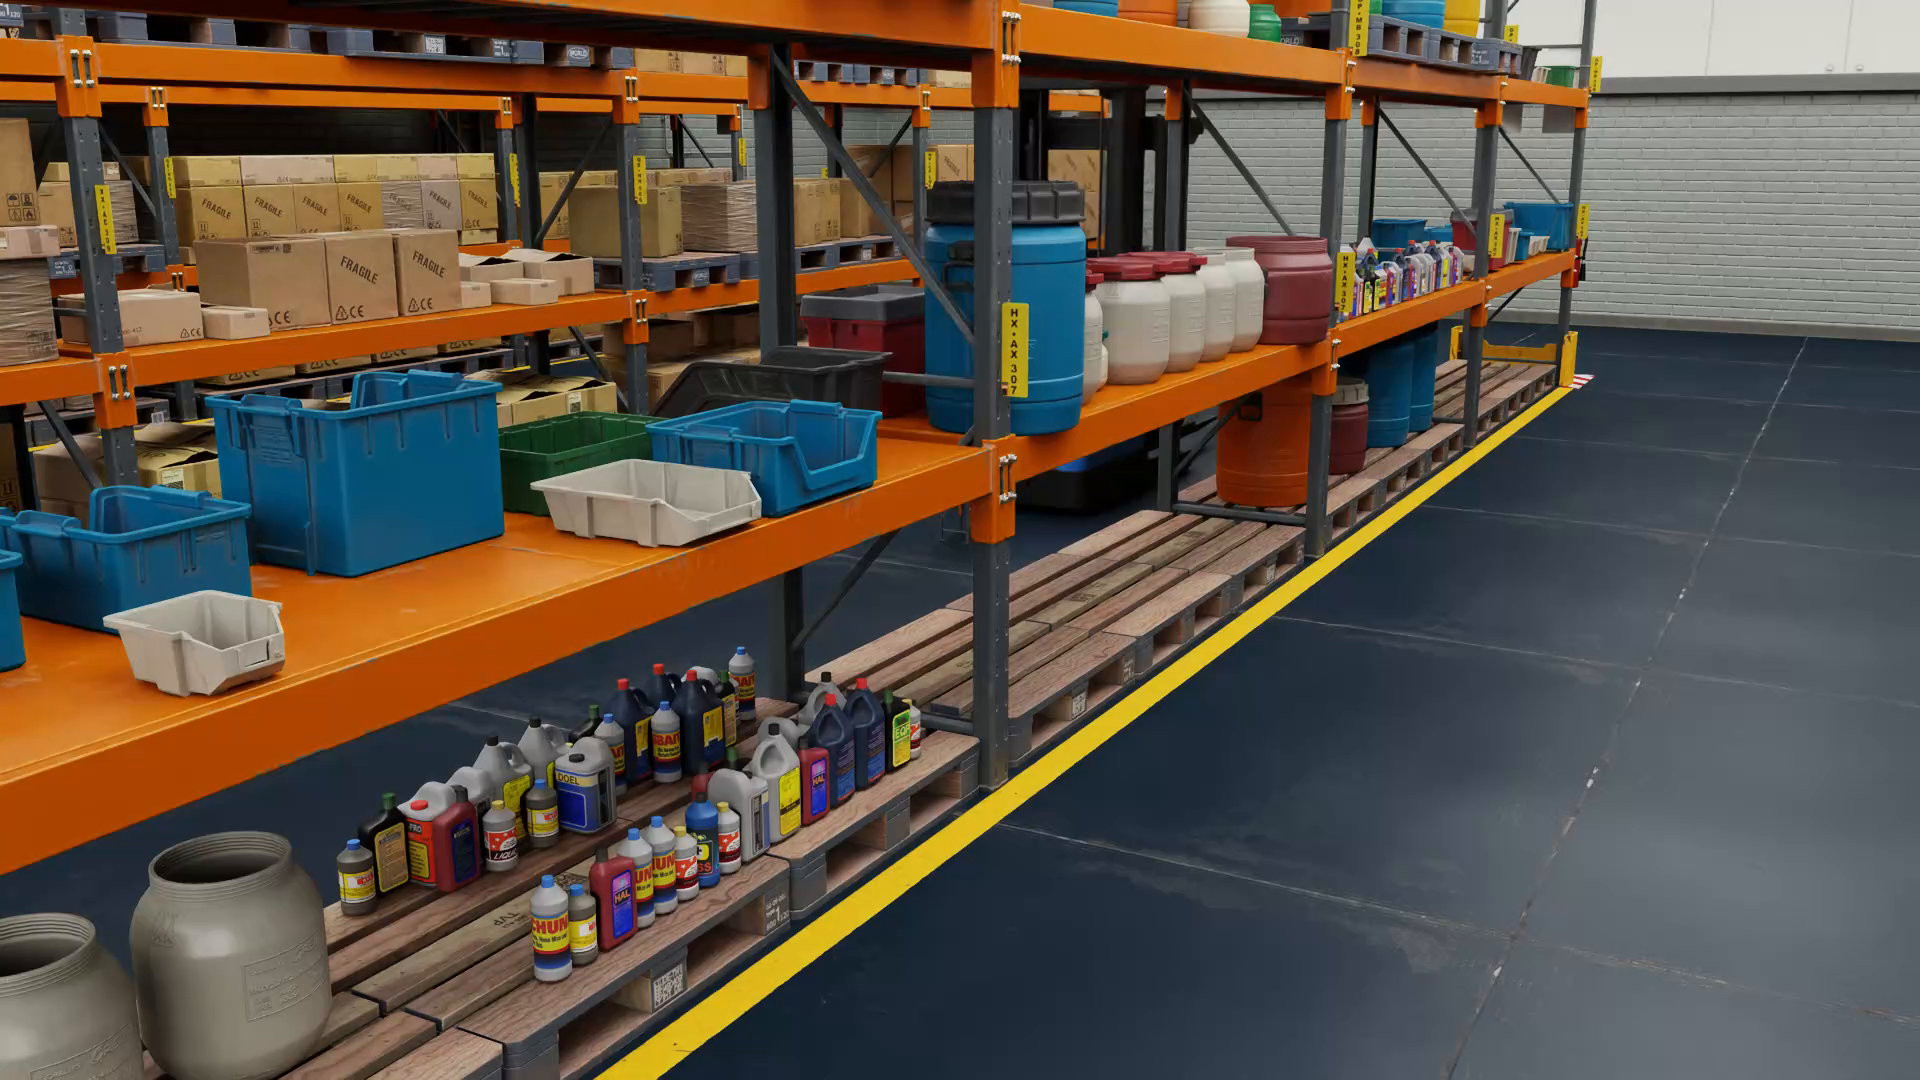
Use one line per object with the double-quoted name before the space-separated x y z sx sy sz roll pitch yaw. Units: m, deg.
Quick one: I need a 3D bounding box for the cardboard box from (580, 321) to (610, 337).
"cardboard box" -4.393 -2.588 18.804 0.700 0.500 0.500 7 15 27

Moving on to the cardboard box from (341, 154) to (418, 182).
"cardboard box" -5.594 -3.588 16.027 0.500 0.250 0.500 8 16 29

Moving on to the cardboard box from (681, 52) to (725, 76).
"cardboard box" -2.258 -3.678 12.275 0.910 0.500 0.500 7 15 28

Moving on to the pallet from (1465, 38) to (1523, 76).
"pallet" 3.289 -3.426 11.848 1.213 0.211 1.003 7 15 28

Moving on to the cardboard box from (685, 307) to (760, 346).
"cardboard box" -1.925 -1.777 13.800 0.500 0.250 0.500 7 15 27

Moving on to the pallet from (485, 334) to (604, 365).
"pallet" -4.654 -2.146 18.484 1.003 0.211 1.213 7 15 28

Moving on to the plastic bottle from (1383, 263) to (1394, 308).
"plastic bottle" 2.739 -1.638 10.679 0.061 0.283 0.133 7 15 28

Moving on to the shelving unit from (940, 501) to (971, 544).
"shelving unit" 0.026 -0.521 9.956 0.215 1.050 0.252 7 15 28

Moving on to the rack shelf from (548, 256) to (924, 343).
"rack shelf" -1.719 -2.034 13.604 1.077 0.370 4.000 7 15 28

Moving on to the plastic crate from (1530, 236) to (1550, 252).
"plastic crate" 5.280 -2.766 15.539 0.396 0.136 0.243 7 15 28

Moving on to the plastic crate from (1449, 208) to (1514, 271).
"plastic crate" 4.233 -2.447 13.518 0.402 0.464 0.583 7 15 28

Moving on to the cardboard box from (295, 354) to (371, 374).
"cardboard box" -6.125 -2.008 15.652 0.750 0.750 0.750 7 15 28

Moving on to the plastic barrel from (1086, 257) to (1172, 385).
"plastic barrel" 0.724 -0.978 7.402 0.433 0.535 0.433 0 14 0

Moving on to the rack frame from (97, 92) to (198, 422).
"rack frame" -7.024 -2.534 14.142 1.000 3.000 0.127 7 15 28

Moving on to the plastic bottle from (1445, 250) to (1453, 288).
"plastic bottle" 3.498 -1.979 12.107 0.152 0.276 0.135 7 15 28

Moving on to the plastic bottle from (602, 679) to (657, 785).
"plastic bottle" -1.130 0.641 5.689 0.144 0.351 0.185 7 15 26

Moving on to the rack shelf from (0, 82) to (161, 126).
"rack shelf" -7.991 -3.232 12.173 1.077 0.370 4.000 7 15 28

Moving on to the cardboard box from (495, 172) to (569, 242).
"cardboard box" -4.814 -3.609 17.965 0.980 0.700 0.700 8 16 29

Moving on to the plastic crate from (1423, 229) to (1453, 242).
"plastic crate" 4.327 -2.655 14.876 0.416 0.233 0.300 7 15 28

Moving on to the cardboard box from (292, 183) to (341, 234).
"cardboard box" -6.063 -3.015 15.250 0.500 0.500 0.500 7 15 28

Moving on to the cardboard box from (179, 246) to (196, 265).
"cardboard box" -6.662 -2.462 14.341 0.380 0.149 0.250 7 15 27

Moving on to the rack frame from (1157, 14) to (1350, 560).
"rack frame" 1.648 -1.411 9.487 1.000 3.000 0.127 7 15 28

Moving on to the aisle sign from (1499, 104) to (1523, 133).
"aisle sign" 5.291 -4.365 16.191 0.394 0.787 0.004 7 15 28

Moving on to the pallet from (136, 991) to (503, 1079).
"pallet" -1.826 1.399 3.781 1.003 0.211 1.213 7 15 28

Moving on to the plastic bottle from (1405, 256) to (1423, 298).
"plastic bottle" 3.077 -1.800 11.366 0.152 0.276 0.135 7 15 28

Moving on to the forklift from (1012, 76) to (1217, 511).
"forklift" 1.022 -1.911 11.708 1.130 2.935 3.031 7 15 27

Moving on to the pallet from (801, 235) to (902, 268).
"pallet" -1.234 -2.549 14.615 1.003 0.211 1.213 7 15 28

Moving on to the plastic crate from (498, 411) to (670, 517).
"plastic crate" -1.189 -0.241 5.085 0.450 0.188 0.662 7 15 28

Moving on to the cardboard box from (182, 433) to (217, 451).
"cardboard box" -3.955 -0.451 9.279 0.500 0.311 0.500 7 15 27

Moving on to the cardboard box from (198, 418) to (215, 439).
"cardboard box" -4.185 -0.618 9.970 0.500 0.311 0.500 7 15 28

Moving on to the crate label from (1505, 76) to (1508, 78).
"crate label" 4.072 -3.629 12.851 0.293 0.136 0.466 7 15 28

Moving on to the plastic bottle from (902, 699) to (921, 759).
"plastic bottle" -0.188 0.666 5.904 0.097 0.201 0.097 0 14 0

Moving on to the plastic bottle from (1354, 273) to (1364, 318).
"plastic bottle" 2.364 -1.498 10.111 0.152 0.276 0.135 7 15 28

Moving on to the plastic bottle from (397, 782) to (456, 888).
"plastic bottle" -1.569 0.865 4.917 0.152 0.276 0.135 8 15 28

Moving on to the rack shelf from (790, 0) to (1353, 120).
"rack shelf" 0.682 -2.109 7.517 1.077 0.370 4.000 7 15 28

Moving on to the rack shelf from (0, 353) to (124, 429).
"rack shelf" -5.586 -0.392 6.796 1.077 0.370 4.000 7 15 28

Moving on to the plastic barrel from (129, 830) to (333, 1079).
"plastic barrel" -1.725 0.989 3.943 0.421 0.512 0.421 0 14 0

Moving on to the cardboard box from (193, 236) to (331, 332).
"cardboard box" -3.979 -1.465 9.496 0.500 0.500 0.500 9 16 32

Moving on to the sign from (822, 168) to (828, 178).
"sign" -1.231 -3.274 15.369 0.100 0.325 0.005 7 15 28

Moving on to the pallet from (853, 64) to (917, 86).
"pallet" -1.129 -4.035 14.370 1.213 0.211 1.003 7 15 28

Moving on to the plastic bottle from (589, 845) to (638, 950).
"plastic bottle" -0.944 0.956 4.526 0.061 0.283 0.133 8 16 29

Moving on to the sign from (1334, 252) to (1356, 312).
"sign" 2.133 -1.430 9.215 0.100 0.325 0.005 7 15 28

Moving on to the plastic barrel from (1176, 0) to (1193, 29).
"plastic barrel" 1.061 -2.969 8.479 0.600 0.901 0.600 0 14 0

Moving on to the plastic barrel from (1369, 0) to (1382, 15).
"plastic barrel" 2.362 -3.189 9.898 0.294 0.245 0.294 0 14 0

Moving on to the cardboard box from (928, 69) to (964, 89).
"cardboard box" -0.300 -4.251 15.185 0.500 0.250 0.500 7 15 28

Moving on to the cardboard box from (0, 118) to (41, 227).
"cardboard box" -4.828 -1.740 7.869 0.700 0.500 0.500 7 15 28

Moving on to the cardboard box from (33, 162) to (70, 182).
"cardboard box" -7.307 -2.970 13.415 0.380 0.149 0.250 5 14 19

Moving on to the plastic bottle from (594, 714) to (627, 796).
"plastic bottle" -1.168 0.714 5.555 0.097 0.271 0.097 0 14 0

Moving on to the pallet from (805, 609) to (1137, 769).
"pallet" 0.060 0.600 7.096 1.003 0.211 1.213 7 15 28

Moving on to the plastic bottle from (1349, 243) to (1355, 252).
"plastic bottle" 2.967 -2.121 12.679 0.061 0.283 0.133 7 15 28

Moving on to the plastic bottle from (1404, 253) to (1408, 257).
"plastic bottle" 3.136 -1.884 11.721 0.097 0.271 0.097 0 14 0

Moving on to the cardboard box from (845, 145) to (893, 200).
"cardboard box" -0.734 -3.461 15.645 0.500 0.500 0.500 7 15 28

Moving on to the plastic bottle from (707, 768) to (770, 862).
"plastic bottle" -0.675 0.823 5.092 0.152 0.276 0.135 8 16 29

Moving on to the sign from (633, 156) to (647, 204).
"sign" -2.198 -2.474 11.424 0.100 0.325 0.005 7 15 28

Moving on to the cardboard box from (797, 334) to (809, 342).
"cardboard box" -1.229 -1.455 14.065 0.500 0.500 0.500 8 16 29

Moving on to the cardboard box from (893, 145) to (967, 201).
"cardboard box" -0.278 -3.393 15.362 0.500 0.500 0.500 8 16 29

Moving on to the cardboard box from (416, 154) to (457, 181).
"cardboard box" -5.348 -3.693 16.461 0.500 0.250 0.500 8 16 29
